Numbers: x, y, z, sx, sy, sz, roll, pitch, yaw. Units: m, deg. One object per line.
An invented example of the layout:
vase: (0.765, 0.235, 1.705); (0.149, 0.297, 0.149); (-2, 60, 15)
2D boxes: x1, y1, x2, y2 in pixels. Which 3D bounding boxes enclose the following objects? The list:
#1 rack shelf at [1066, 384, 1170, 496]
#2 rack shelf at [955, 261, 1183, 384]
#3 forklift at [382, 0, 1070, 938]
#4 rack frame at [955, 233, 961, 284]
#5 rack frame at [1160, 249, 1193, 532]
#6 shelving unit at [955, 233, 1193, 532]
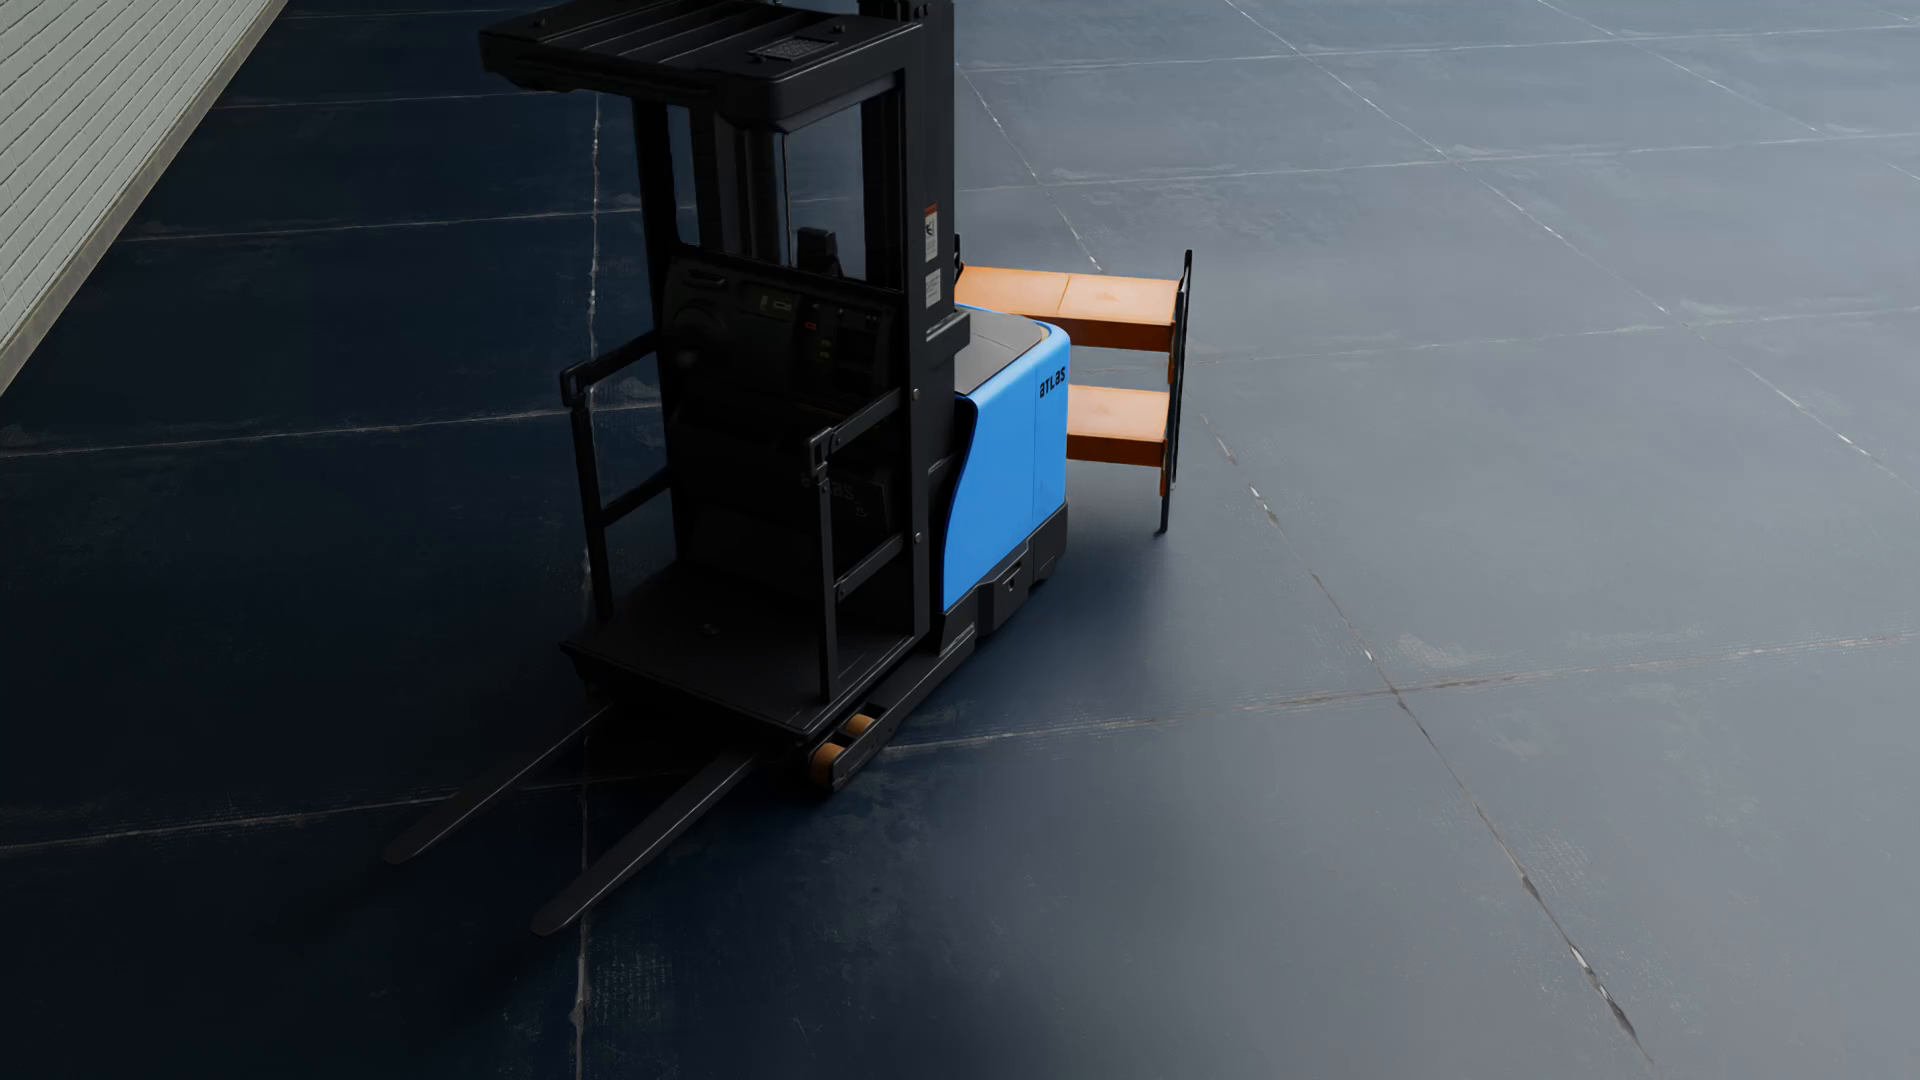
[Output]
rack shelf: (0.443, -0.484, 7.445); (1.000, 0.278, 0.538); (6, 31, 9)
rack shelf: (0.443, -0.947, 7.173); (1.000, 0.278, 0.538); (6, 31, 9)
forklift: (-0.731, -0.660, 5.481); (1.130, 2.935, 3.031); (17, 34, 26)
rack frame: (-0.056, -0.743, 7.403); (0.032, 1.125, 0.500); (6, 31, 9)
rack frame: (0.942, -0.646, 7.239); (0.032, 1.125, 0.500); (6, 31, 9)
shelving unit: (0.443, -0.694, 7.321); (1.048, 1.125, 0.538); (6, 31, 9)
